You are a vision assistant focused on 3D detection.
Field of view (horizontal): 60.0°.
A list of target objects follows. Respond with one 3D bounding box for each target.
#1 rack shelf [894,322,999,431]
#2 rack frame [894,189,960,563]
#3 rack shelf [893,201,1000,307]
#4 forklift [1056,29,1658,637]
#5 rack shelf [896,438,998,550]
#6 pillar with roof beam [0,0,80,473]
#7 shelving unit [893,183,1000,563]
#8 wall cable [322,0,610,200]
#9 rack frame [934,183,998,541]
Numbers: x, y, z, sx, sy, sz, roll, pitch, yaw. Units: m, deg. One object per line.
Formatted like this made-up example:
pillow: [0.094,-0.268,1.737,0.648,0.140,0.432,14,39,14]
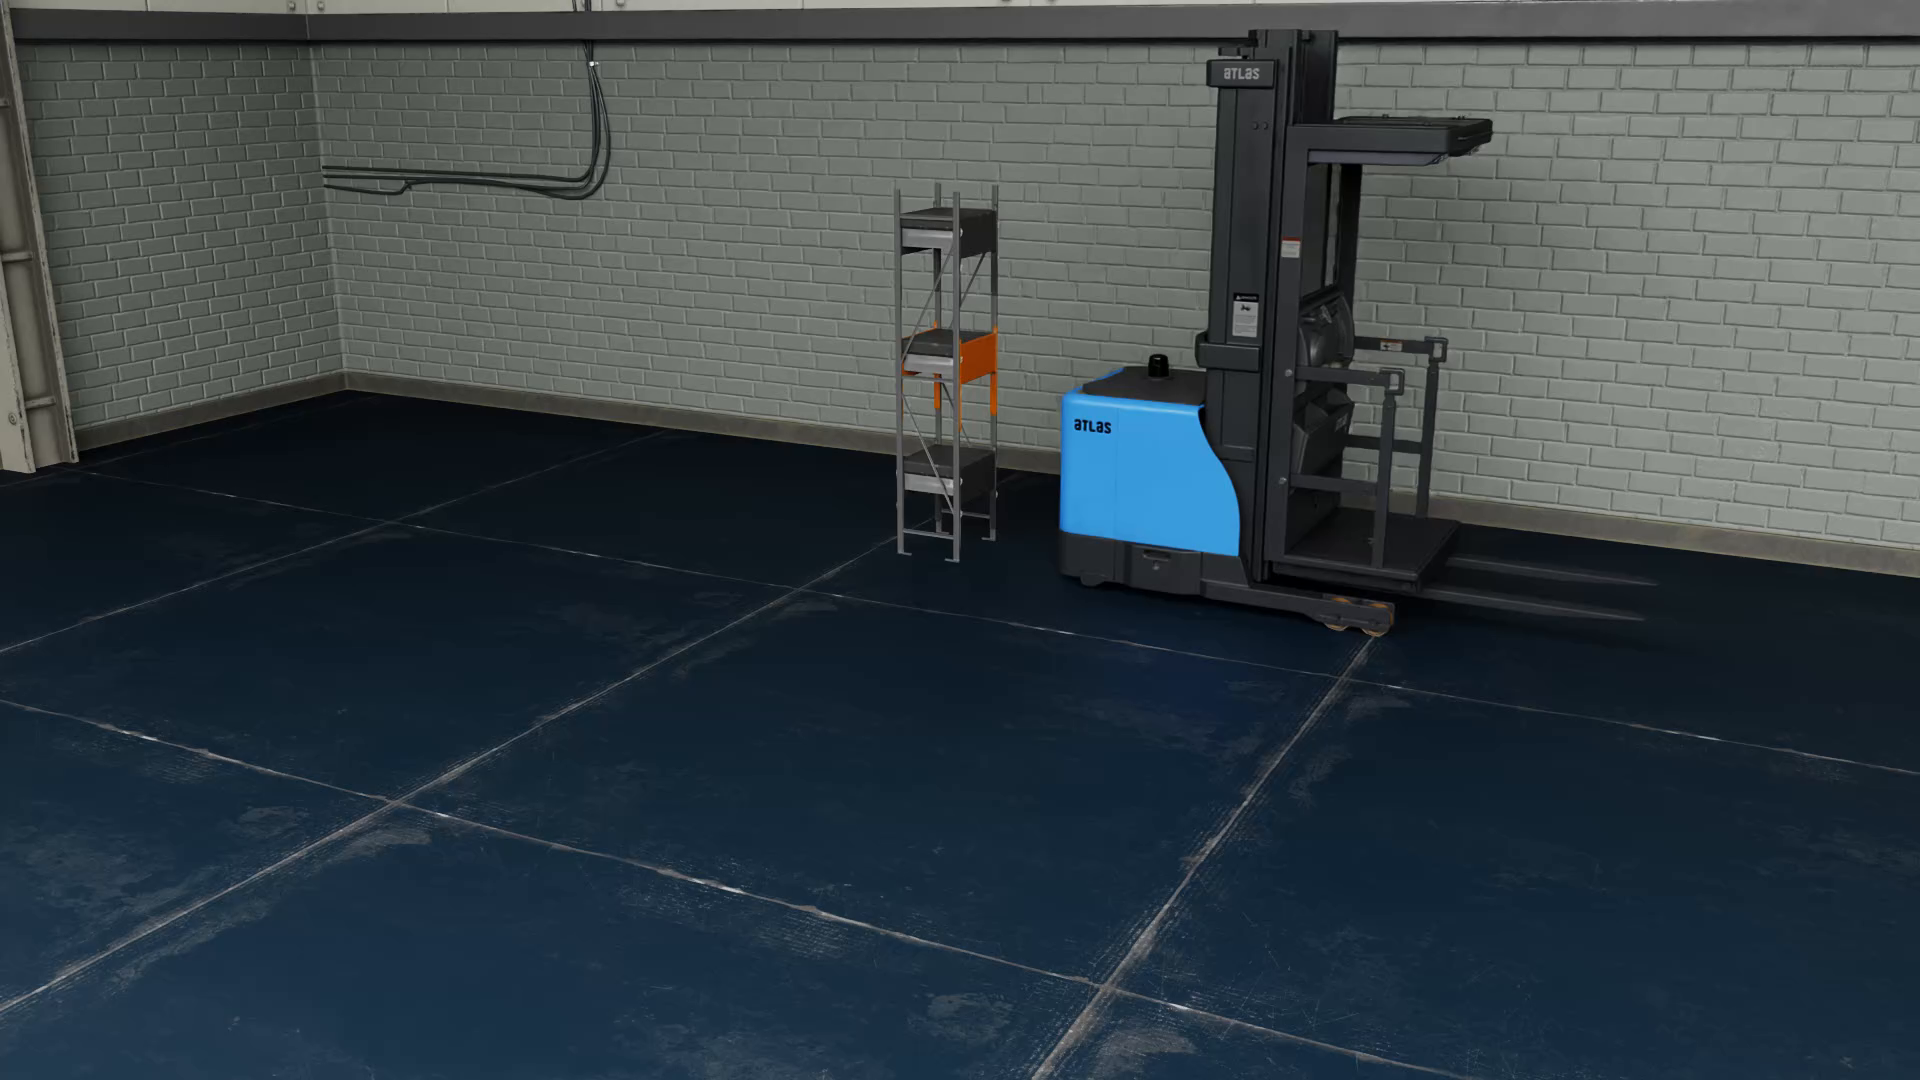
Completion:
rack shelf: [-0.074,-0.951,9.587,0.431,0.518,0.480,8,18,25]
rack frame: [-0.183,-0.902,9.374,0.400,2.100,0.015,8,18,25]
rack shelf: [-0.074,-1.622,9.388,0.431,0.518,0.480,8,18,25]
forklift: [2.081,-1.091,8.549,3.031,2.935,1.130,8,18,26]
rack shelf: [-0.074,-0.280,9.787,0.431,0.518,0.480,8,18,25]
pillar with roof beam: [-2.686,-4.300,8.698,9.100,9.000,0.400,8,18,25]
shelving unit: [-0.074,-0.964,9.583,0.431,2.100,0.503,8,18,25]
wall cable: [-4.037,-3.942,12.944,3.097,2.526,0.112,8,18,25]
rack frame: [0.035,-1.027,9.793,0.400,2.100,0.015,8,18,25]
